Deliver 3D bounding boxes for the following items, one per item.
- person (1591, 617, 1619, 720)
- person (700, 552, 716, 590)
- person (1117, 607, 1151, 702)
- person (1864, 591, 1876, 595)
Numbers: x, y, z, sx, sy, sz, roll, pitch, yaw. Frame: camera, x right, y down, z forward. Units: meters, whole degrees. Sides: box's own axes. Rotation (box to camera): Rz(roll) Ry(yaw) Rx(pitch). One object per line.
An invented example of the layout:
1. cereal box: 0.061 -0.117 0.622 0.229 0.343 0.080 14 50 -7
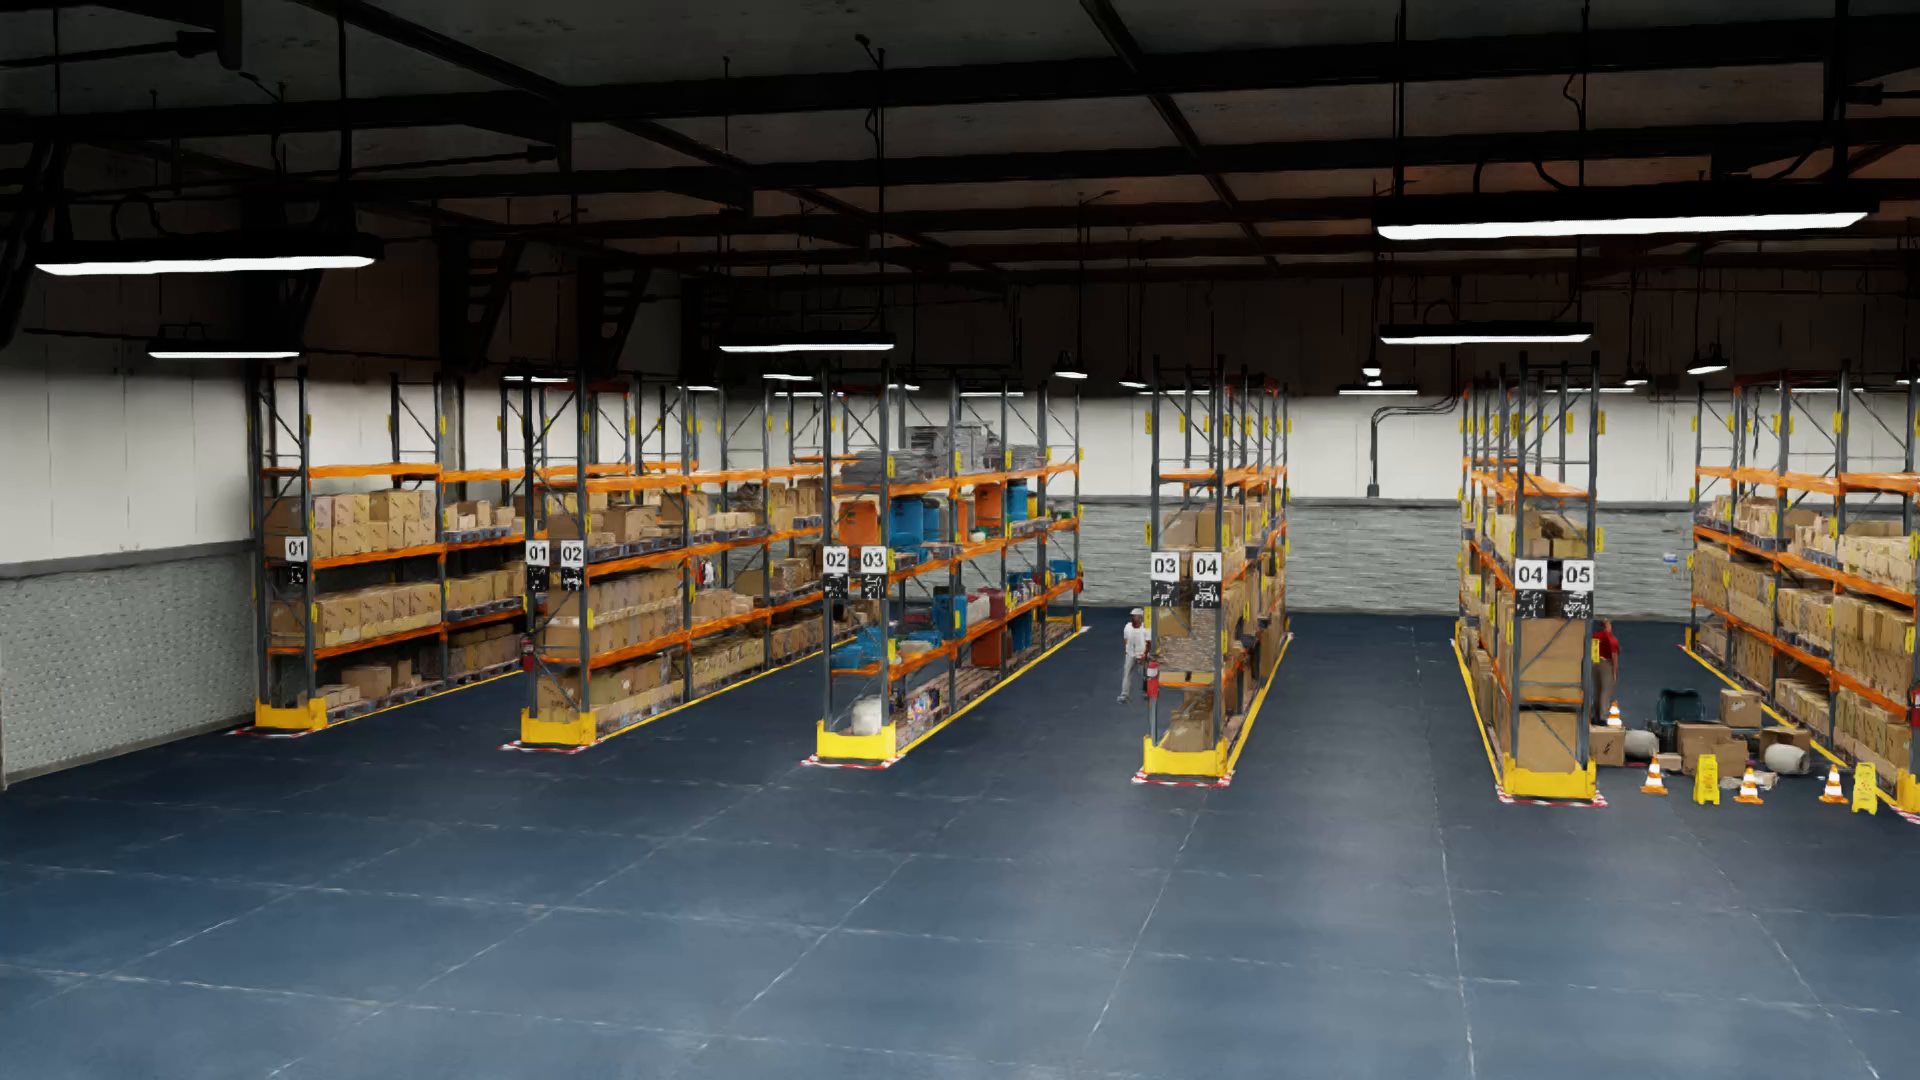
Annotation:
1. person: 10.999 2.178 28.254 0.450 1.737 0.595 -1 4 -16
2. person: -6.710 1.140 44.020 0.438 1.683 0.621 4 5 42
3. person: 3.206 2.065 30.082 0.571 1.706 1.042 2 4 24
4. person: 22.164 1.351 40.175 0.490 1.762 0.667 -2 4 -21
